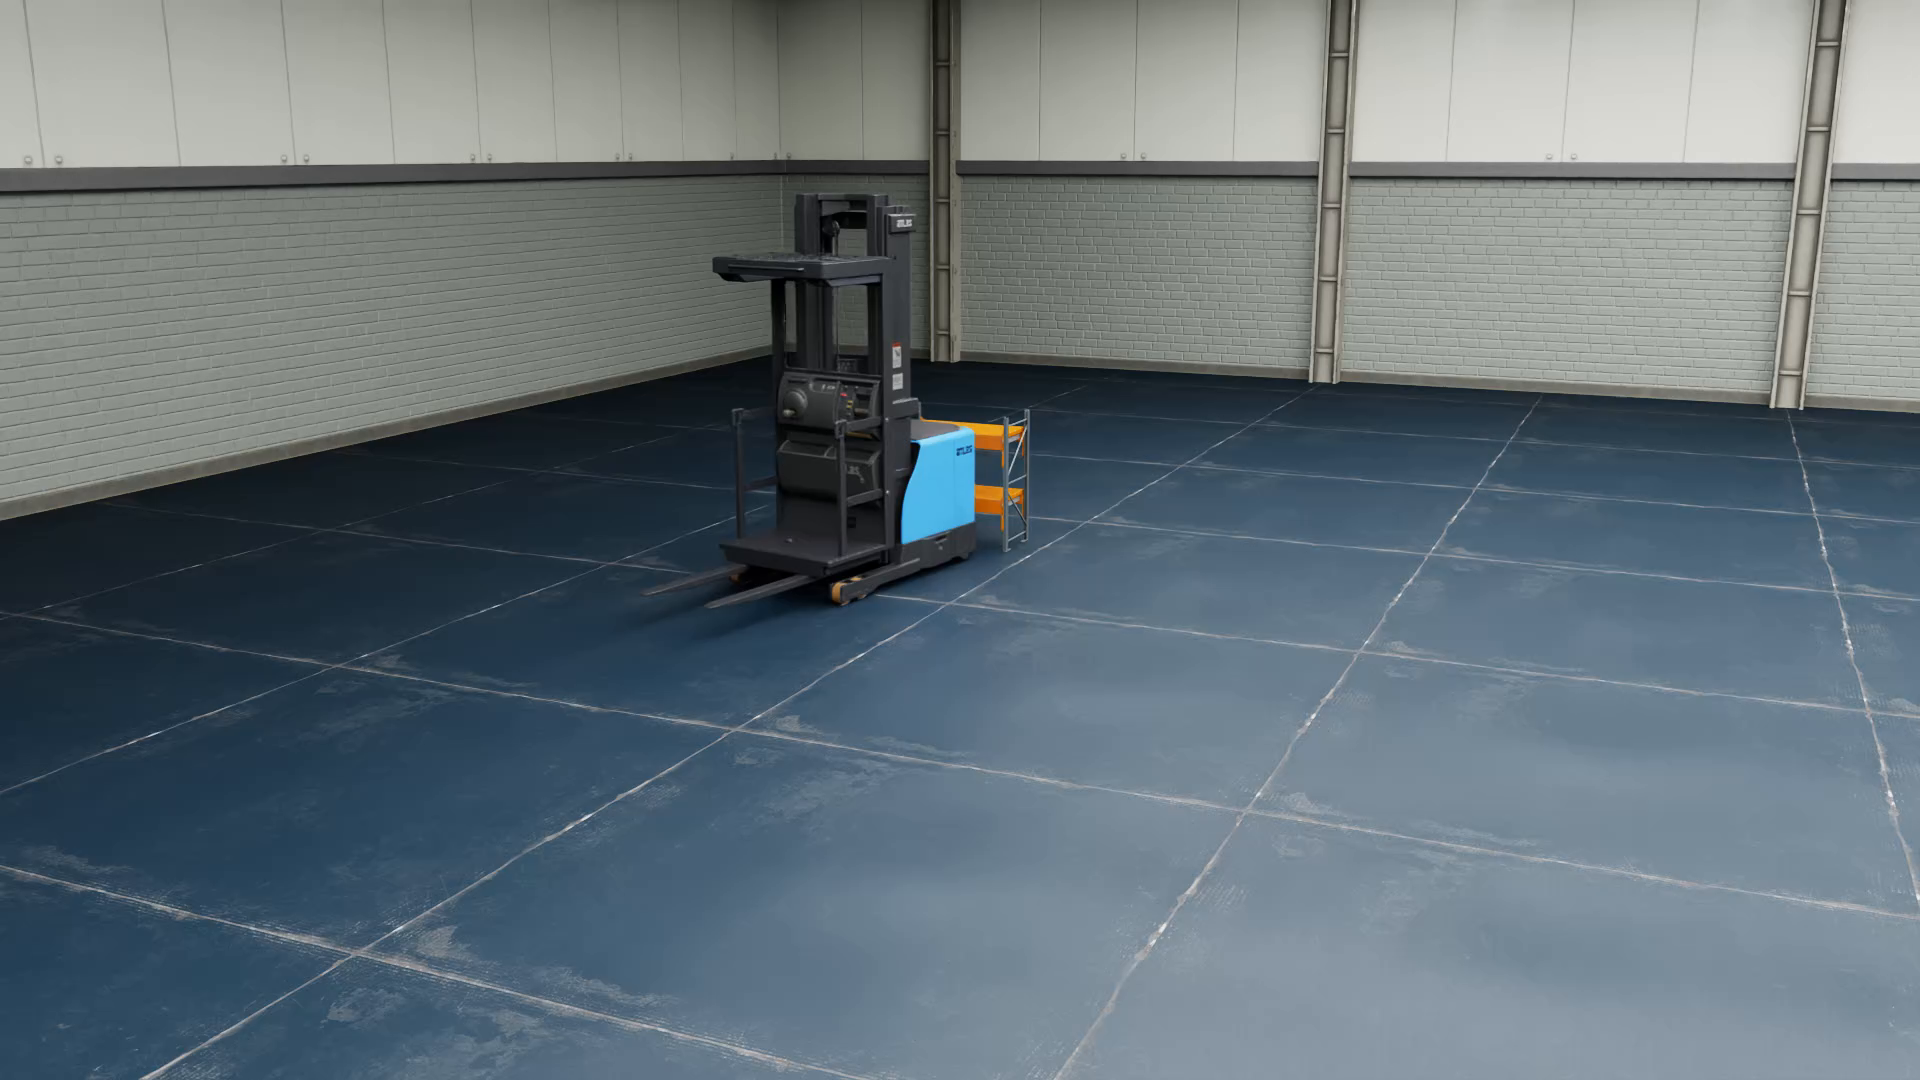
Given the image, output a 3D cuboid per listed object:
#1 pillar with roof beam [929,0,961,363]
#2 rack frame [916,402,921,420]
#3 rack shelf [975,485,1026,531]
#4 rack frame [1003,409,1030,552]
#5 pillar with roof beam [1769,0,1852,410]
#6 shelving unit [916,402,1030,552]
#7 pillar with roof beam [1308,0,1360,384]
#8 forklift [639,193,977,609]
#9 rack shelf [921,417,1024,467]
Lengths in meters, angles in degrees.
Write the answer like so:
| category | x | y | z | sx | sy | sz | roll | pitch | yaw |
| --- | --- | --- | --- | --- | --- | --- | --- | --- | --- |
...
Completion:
| category | x | y | z | sx | sy | sz | roll | pitch | yaw |
| --- | --- | --- | --- | --- | --- | --- | --- | --- | --- |
| pillar with roof beam | -1.971 | -6.322 | 21.498 | 0.400 | 9.000 | 9.100 | 6 | 14 | 23 |
| rack frame | -0.455 | -0.595 | 14.330 | 0.032 | 1.125 | 0.500 | 6 | 14 | 24 |
| rack shelf | 0.008 | -0.310 | 14.182 | 1.000 | 0.278 | 0.538 | 6 | 14 | 24 |
| rack frame | 0.471 | -0.500 | 13.922 | 0.032 | 1.125 | 0.500 | 6 | 14 | 24 |
| pillar with roof beam | 9.000 | -5.212 | 16.766 | 0.400 | 9.000 | 9.100 | 6 | 14 | 23 |
| shelving unit | 0.008 | -0.548 | 14.126 | 1.048 | 1.125 | 0.538 | 6 | 14 | 24 |
| pillar with roof beam | 3.514 | -5.767 | 19.132 | 0.400 | 9.000 | 9.100 | 6 | 14 | 23 |
| forklift | -1.117 | -1.074 | 12.417 | 1.130 | 2.935 | 3.031 | 9 | 16 | 34 |
| rack shelf | 0.008 | -0.833 | 14.059 | 1.000 | 0.278 | 0.538 | 6 | 14 | 24 |
